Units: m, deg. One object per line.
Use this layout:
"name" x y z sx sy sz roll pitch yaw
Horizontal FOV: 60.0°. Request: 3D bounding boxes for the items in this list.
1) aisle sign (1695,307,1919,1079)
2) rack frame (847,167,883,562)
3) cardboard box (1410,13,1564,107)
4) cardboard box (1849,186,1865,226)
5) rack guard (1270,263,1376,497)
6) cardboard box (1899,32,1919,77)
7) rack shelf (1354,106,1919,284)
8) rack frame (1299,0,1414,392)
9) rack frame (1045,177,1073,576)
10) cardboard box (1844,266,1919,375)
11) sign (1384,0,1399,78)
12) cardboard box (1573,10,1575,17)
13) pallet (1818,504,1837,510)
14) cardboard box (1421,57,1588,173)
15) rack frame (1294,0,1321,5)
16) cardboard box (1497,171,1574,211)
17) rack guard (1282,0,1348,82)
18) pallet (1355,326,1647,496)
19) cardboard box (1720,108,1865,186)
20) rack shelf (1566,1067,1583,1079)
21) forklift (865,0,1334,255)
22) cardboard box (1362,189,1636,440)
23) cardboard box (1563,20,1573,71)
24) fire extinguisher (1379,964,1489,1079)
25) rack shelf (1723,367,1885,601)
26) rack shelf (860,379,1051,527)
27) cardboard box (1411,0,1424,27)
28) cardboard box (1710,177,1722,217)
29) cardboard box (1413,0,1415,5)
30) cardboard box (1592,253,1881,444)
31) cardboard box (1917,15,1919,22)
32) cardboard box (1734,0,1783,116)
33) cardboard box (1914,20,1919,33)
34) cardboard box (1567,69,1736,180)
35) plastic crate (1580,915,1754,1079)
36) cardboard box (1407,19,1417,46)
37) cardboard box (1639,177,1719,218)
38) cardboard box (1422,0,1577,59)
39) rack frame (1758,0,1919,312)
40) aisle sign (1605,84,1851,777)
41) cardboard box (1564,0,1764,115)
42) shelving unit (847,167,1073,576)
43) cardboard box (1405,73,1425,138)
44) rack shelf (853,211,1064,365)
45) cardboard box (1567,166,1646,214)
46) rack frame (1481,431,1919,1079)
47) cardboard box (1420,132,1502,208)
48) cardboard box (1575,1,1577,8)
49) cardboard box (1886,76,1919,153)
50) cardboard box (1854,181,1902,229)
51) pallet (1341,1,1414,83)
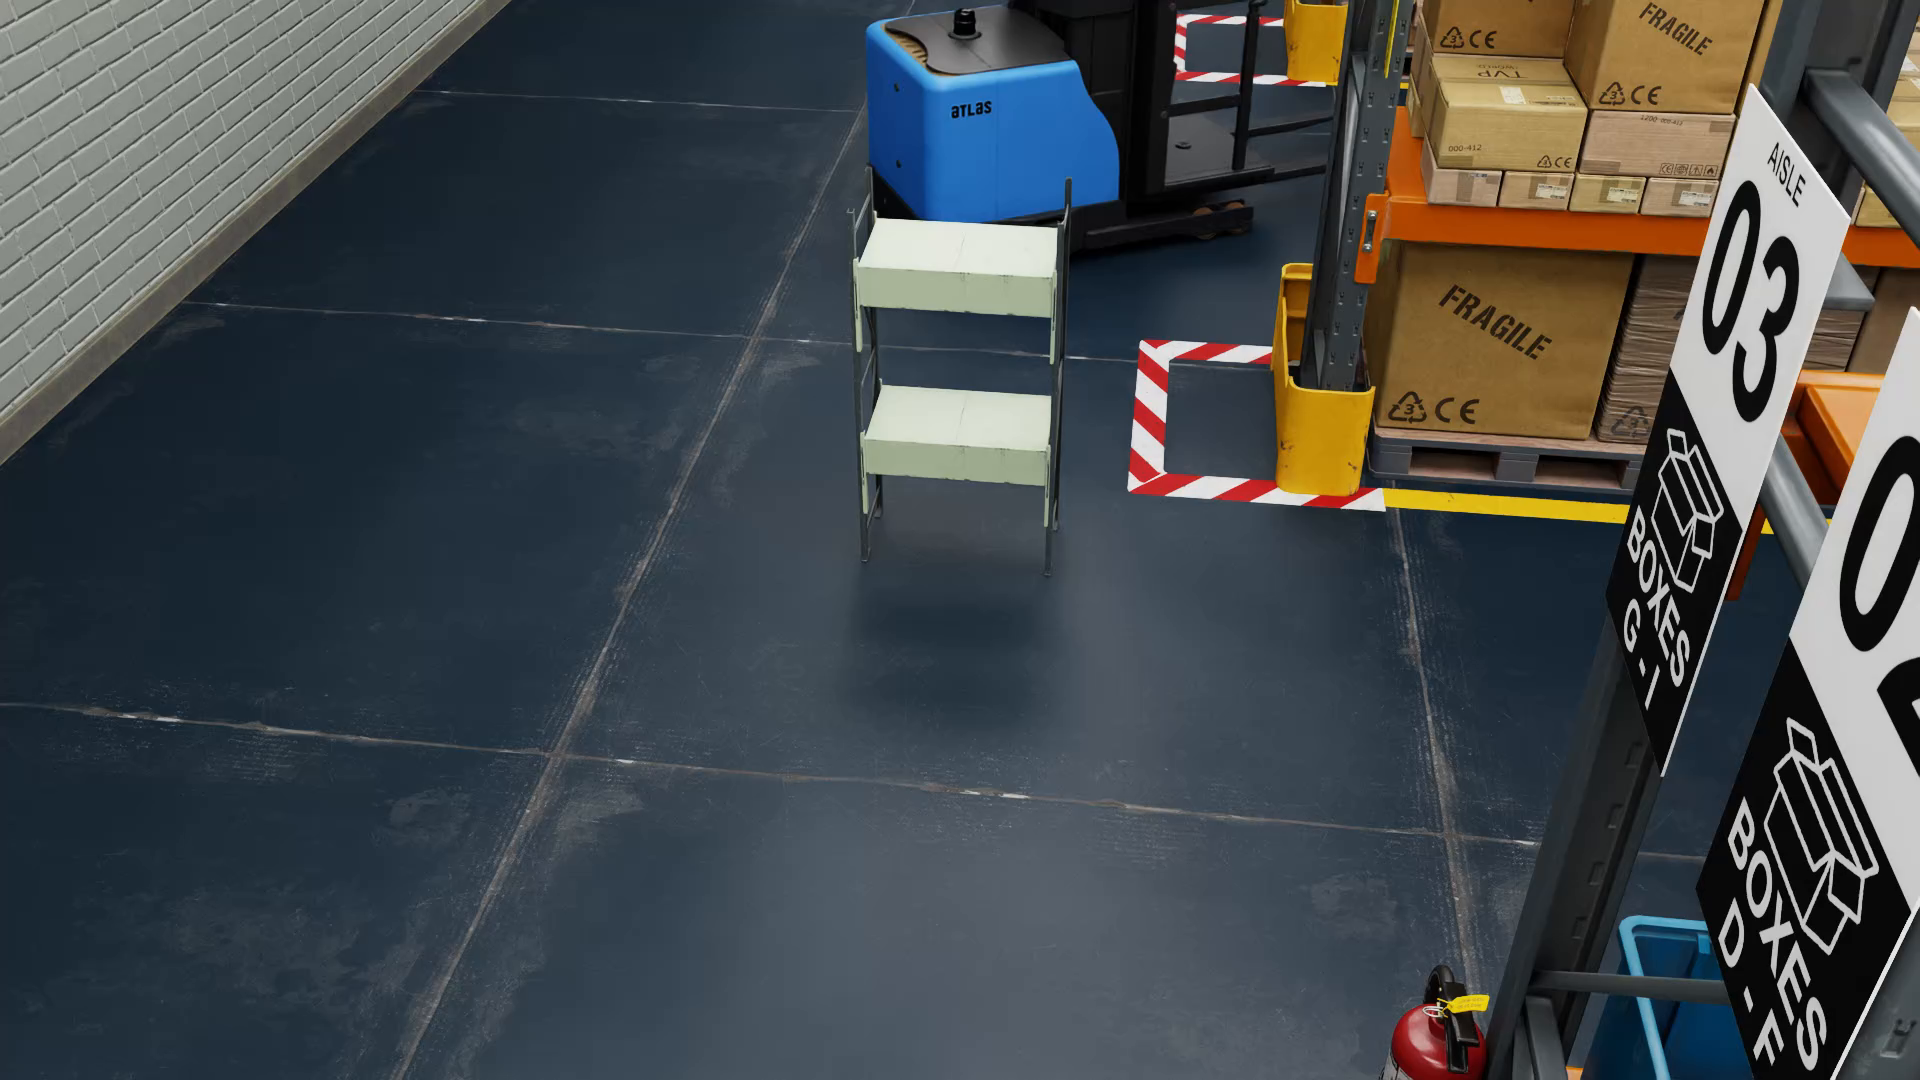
"aisle sign" 0.868 0.216 1.628 0.004 0.787 0.394 4 36 6
"rack frame" -0.356 -0.637 6.352 0.023 1.500 0.400 4 36 6
"cardboard box" 2.123 -1.923 6.735 0.500 0.250 0.500 4 36 5
"cardboard box" 3.194 -1.334 6.253 0.250 0.149 0.380 4 36 5
"rack guard" 1.584 -0.730 7.343 0.348 0.500 1.175 4 36 6
"cardboard box" 3.648 -1.812 6.579 0.500 0.250 0.500 4 36 6
"rack shelf" 3.592 -1.305 6.616 4.000 0.370 1.077 4 36 6
"rack frame" 1.608 -1.746 6.614 0.127 3.000 1.000 4 36 6
"rack frame" 0.370 -0.583 6.276 0.023 1.500 0.400 4 36 6
"cardboard box" 4.038 -0.918 6.921 0.875 0.875 0.875 4 36 6
"sign" 1.531 -1.811 5.892 0.005 0.325 0.100 4 36 6
"cardboard box" 3.861 -3.475 10.873 0.250 0.149 0.380 3 36 4
"pallet" 3.618 -0.505 7.276 1.213 0.211 1.003 4 36 6
"cardboard box" 2.050 -1.615 6.304 0.500 0.250 0.500 3 36 5
"rack frame" 2.340 -4.596 10.608 0.127 3.000 1.000 4 36 6
"cardboard box" 2.173 -1.409 6.359 0.250 0.149 0.380 4 36 5
"rack guard" 2.415 -3.573 11.326 0.348 0.500 1.175 4 36 6
"pallet" 2.411 -0.597 7.405 1.213 0.211 1.003 4 36 6
"cardboard box" 3.064 -1.541 6.200 0.500 0.250 0.500 3 36 4
"rack shelf" 2.961 1.549 2.617 4.000 0.370 1.077 4 36 6
"forklift" 1.060 -3.096 8.565 3.031 2.935 1.130 -13 38 -18
"cardboard box" 2.253 -1.051 7.108 0.875 0.875 0.875 4 36 6
"cardboard box" 2.626 -1.885 6.682 0.500 0.250 0.500 4 36 5
"fire extinguisher" 0.885 1.018 3.129 0.183 0.674 0.296 4 36 6
"rack shelf" 2.961 0.328 1.746 4.000 0.370 1.077 4 36 6
"rack shelf" 0.007 -0.345 6.503 0.720 0.370 0.431 4 36 6
"cardboard box" 3.091 -3.489 10.892 0.250 0.149 0.380 4 36 6
"cardboard box" 2.938 -1.352 6.279 0.250 0.149 0.380 4 36 5
"cardboard box" 2.816 -3.615 10.813 0.250 0.149 0.380 3 36 4
"cardboard box" 3.156 -0.984 7.013 0.875 0.875 0.875 4 36 6
"cardboard box" 5.921 -3.429 10.554 0.250 0.149 0.380 5 36 7
"cardboard box" 3.060 -1.848 5.985 0.500 0.500 0.500 3 36 5
"cardboard box" 5.955 -3.272 10.589 0.250 0.149 0.380 5 36 7
"cardboard box" 2.566 -1.580 6.255 0.500 0.250 0.500 4 36 5
"plastic crate" 1.333 0.986 2.704 0.499 0.435 0.616 4 36 6
"cardboard box" 3.089 -3.412 11.041 0.250 0.149 0.380 4 36 6
"cardboard box" 2.686 -1.372 6.306 0.250 0.149 0.380 4 36 5
"cardboard box" 2.125 -2.227 6.515 0.500 0.500 0.500 5 36 7
"rack frame" 0.977 -1.334 0.873 0.127 3.000 1.000 4 36 6
"aisle sign" 0.943 -0.124 2.104 0.004 0.787 0.394 4 36 6
"cardboard box" 2.546 -1.883 6.034 0.500 0.500 0.500 3 36 5
"shelving unit" 0.007 -0.610 6.314 0.755 1.500 0.431 4 36 6
"cardboard box" 2.003 -1.807 6.916 0.250 0.149 0.380 5 36 7
"rack shelf" 0.007 -0.928 6.087 0.720 0.370 0.431 4 36 6
"cardboard box" 2.427 -1.390 6.332 0.250 0.149 0.380 3 36 5
"rack frame" 0.977 1.108 2.616 0.127 3.000 1.000 4 36 6
"cardboard box" 1.918 -1.427 6.384 0.250 0.149 0.380 5 36 6
"cardboard box" 3.869 -3.574 10.757 0.250 0.149 0.380 6 36 8
"cardboard box" 3.582 -1.505 6.150 0.500 0.250 0.500 4 36 5
"cardboard box" 3.444 -1.314 6.226 0.250 0.149 0.380 3 36 5
"pallet" 3.217 -3.375 11.298 1.213 0.211 1.003 4 36 6
